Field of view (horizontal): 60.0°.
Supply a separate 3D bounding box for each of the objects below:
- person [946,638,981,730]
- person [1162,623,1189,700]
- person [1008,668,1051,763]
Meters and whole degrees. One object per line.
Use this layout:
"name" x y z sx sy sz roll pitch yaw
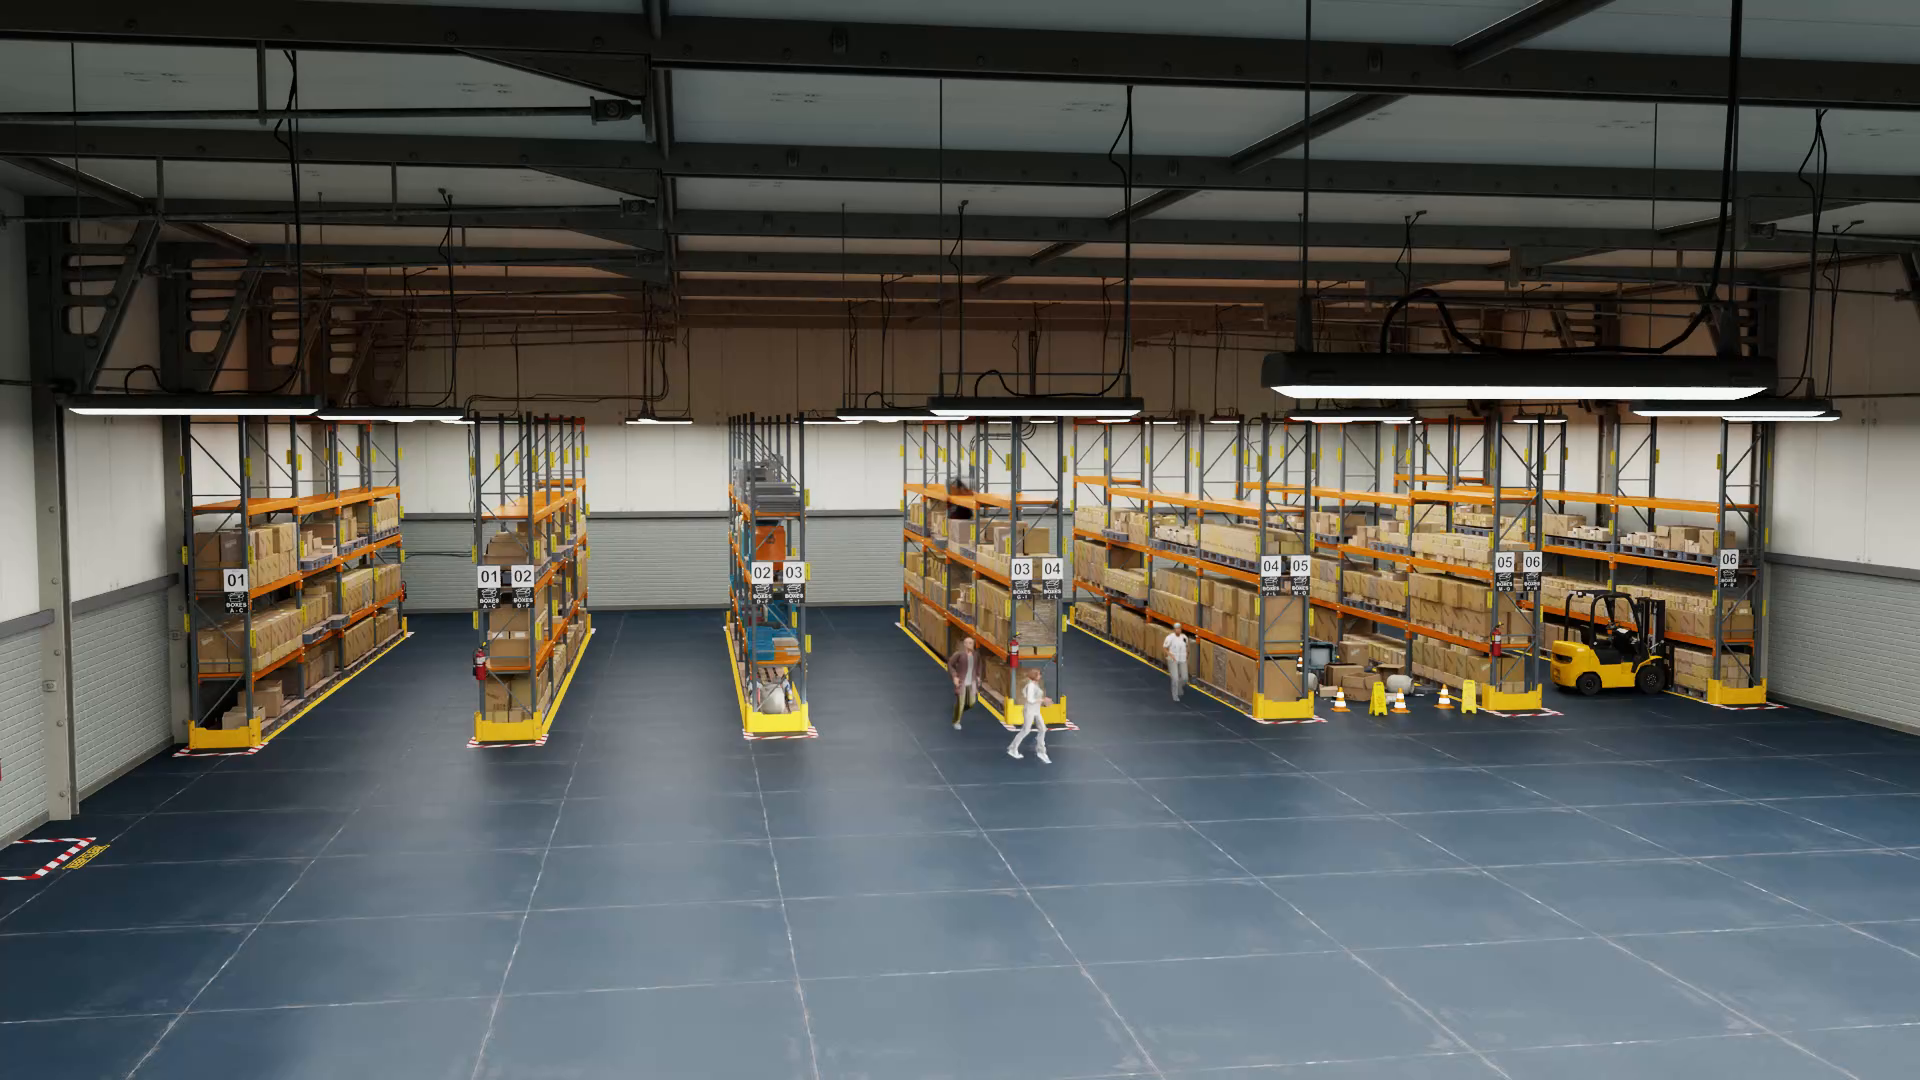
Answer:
"person" 0.093 2.720 31.741 0.758 1.714 0.603 -2 4 -26
"person" 4.547 2.543 34.854 0.609 1.631 0.525 -1 4 -11
"person" 1.211 2.990 28.427 0.787 1.629 0.492 1 4 20
